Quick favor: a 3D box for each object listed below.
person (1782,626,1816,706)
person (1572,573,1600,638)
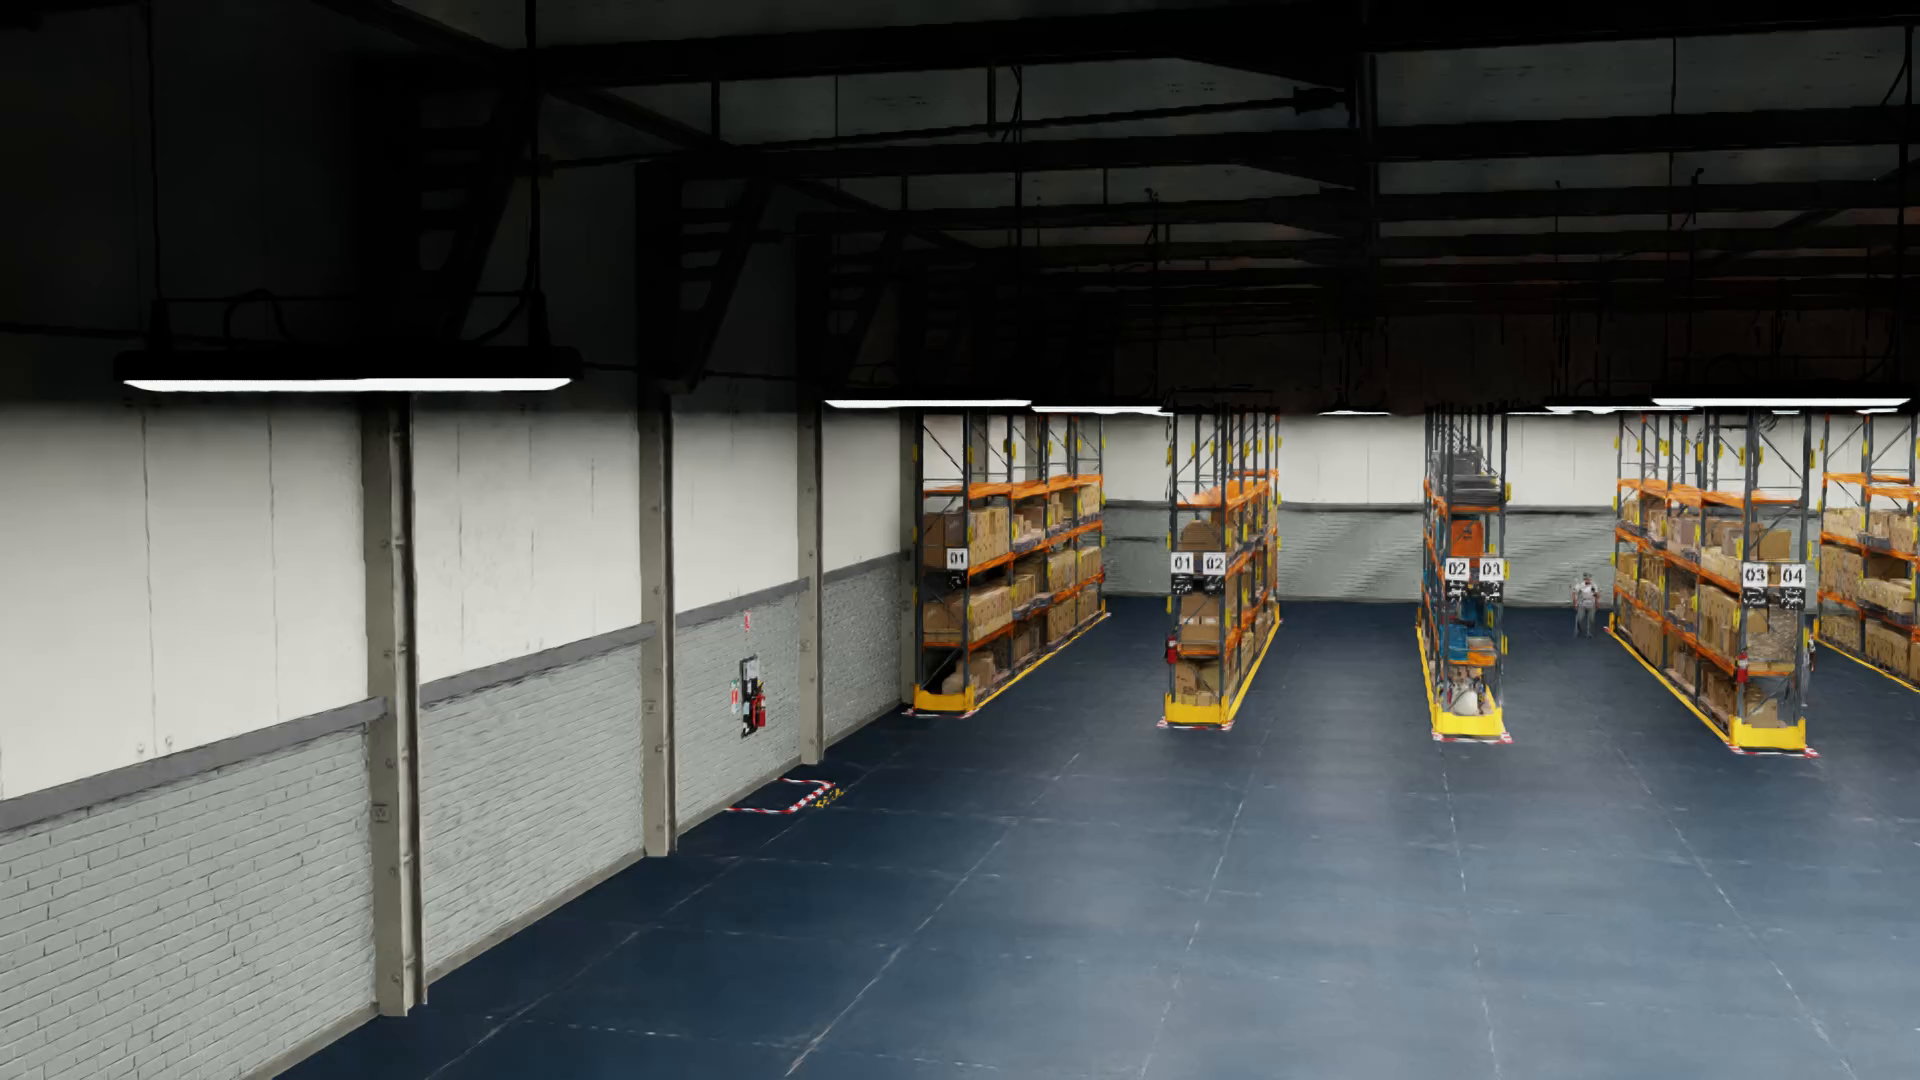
[{"bbox_3d":[16.598,2.488,32.895,0.592,1.630,0.531,1,4,11],"label":"person"},{"bbox_3d":[16.259,1.688,43.193,0.682,1.704,0.542,1,4,14],"label":"person"}]
